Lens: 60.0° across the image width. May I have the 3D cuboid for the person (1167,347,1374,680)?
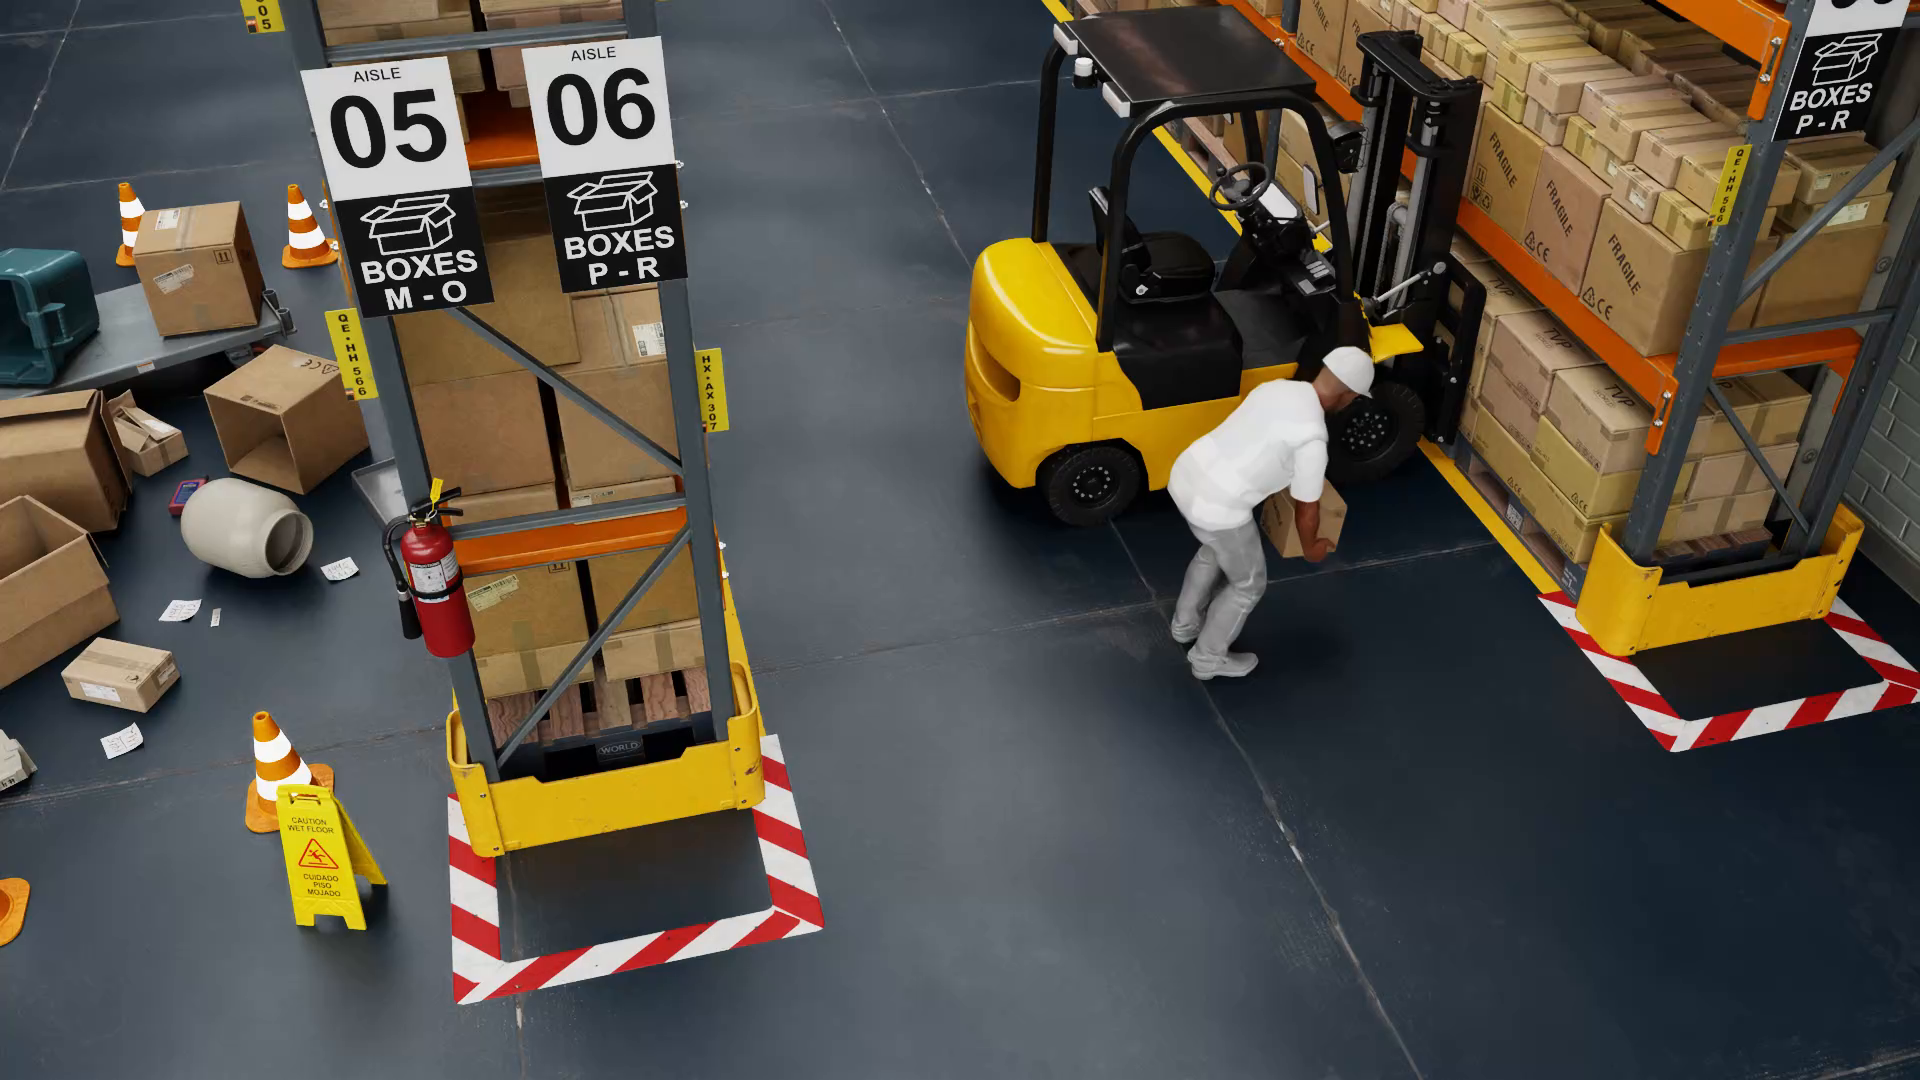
[{"bbox_3d":[1.292,-0.129,7.078,0.832,1.497,0.488,-10,39,-13],"label":"person"}]
